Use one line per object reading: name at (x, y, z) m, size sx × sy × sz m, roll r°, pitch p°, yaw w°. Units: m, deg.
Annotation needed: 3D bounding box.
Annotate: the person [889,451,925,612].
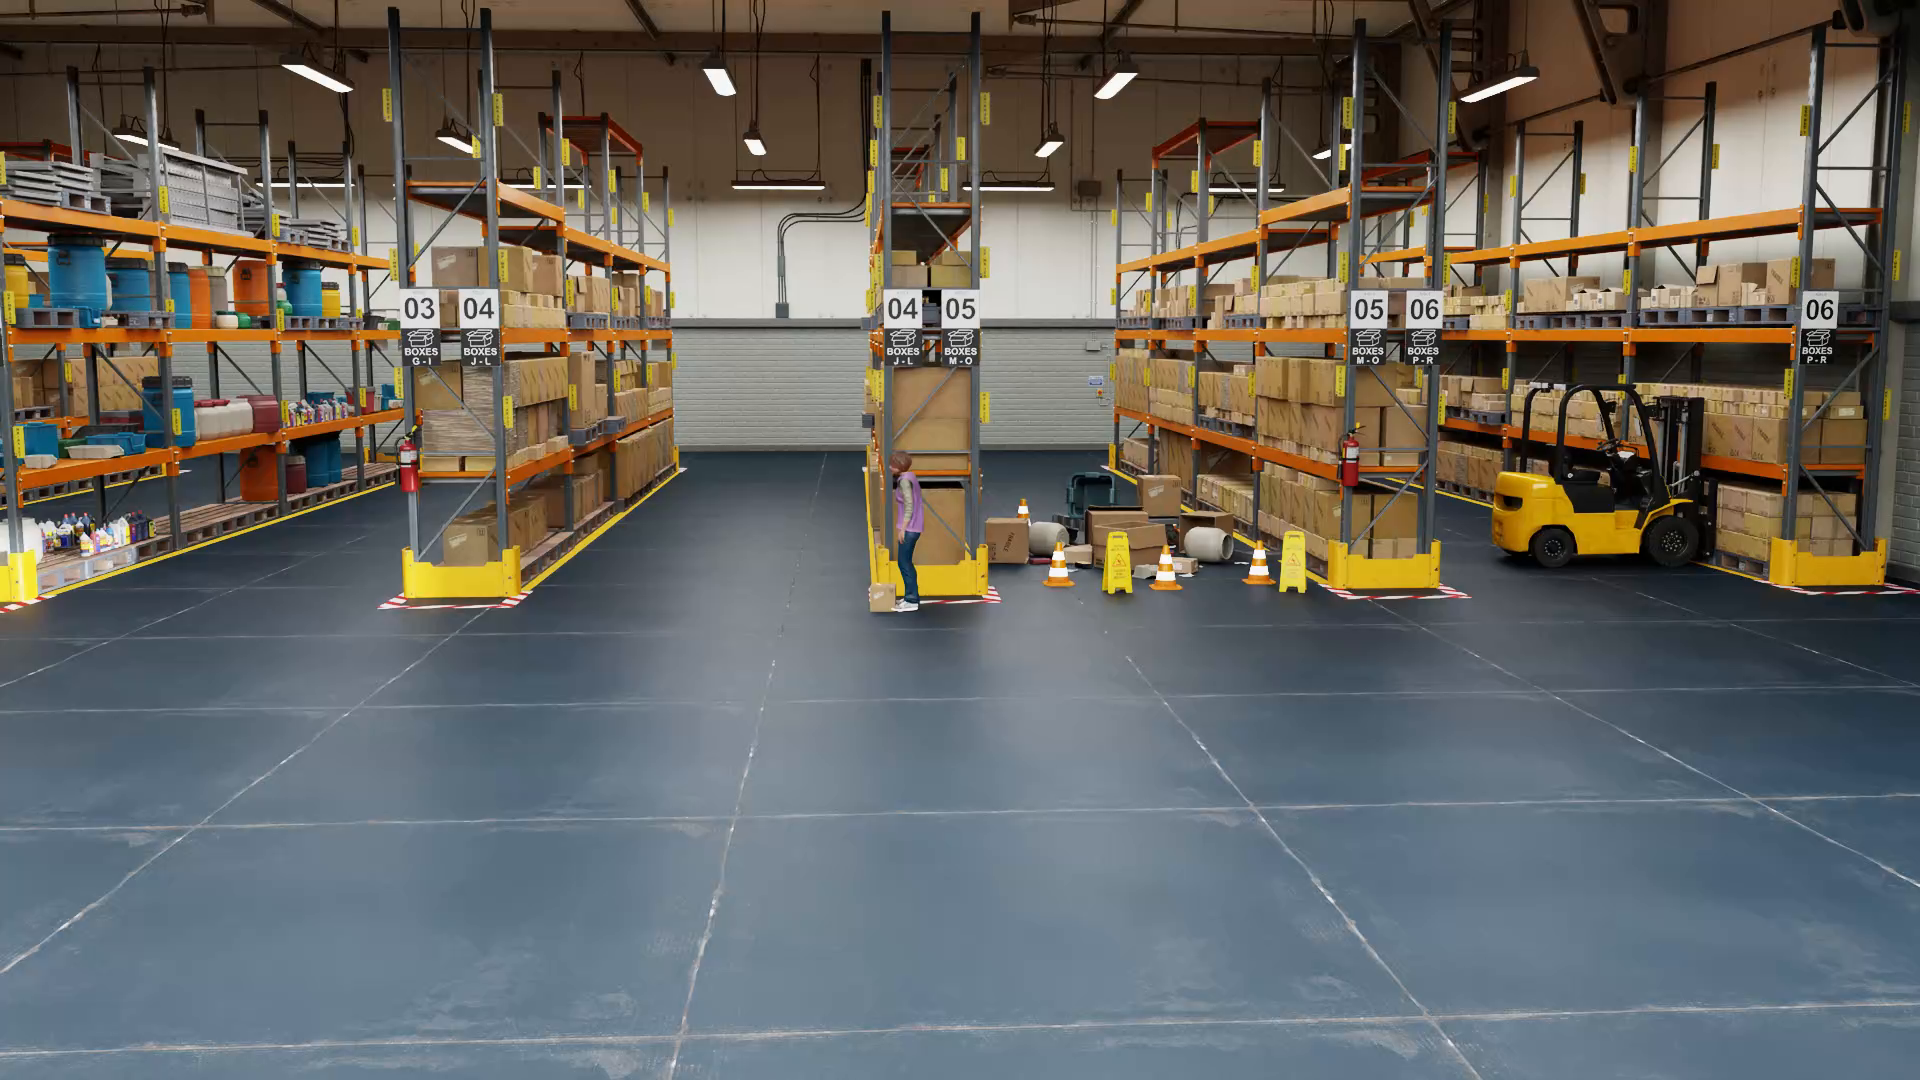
person at (-0.523, -0.094, 16.557) m, size 0.346 × 1.593 × 0.459 m, roll 0°, pitch 7°, yaw 2°
